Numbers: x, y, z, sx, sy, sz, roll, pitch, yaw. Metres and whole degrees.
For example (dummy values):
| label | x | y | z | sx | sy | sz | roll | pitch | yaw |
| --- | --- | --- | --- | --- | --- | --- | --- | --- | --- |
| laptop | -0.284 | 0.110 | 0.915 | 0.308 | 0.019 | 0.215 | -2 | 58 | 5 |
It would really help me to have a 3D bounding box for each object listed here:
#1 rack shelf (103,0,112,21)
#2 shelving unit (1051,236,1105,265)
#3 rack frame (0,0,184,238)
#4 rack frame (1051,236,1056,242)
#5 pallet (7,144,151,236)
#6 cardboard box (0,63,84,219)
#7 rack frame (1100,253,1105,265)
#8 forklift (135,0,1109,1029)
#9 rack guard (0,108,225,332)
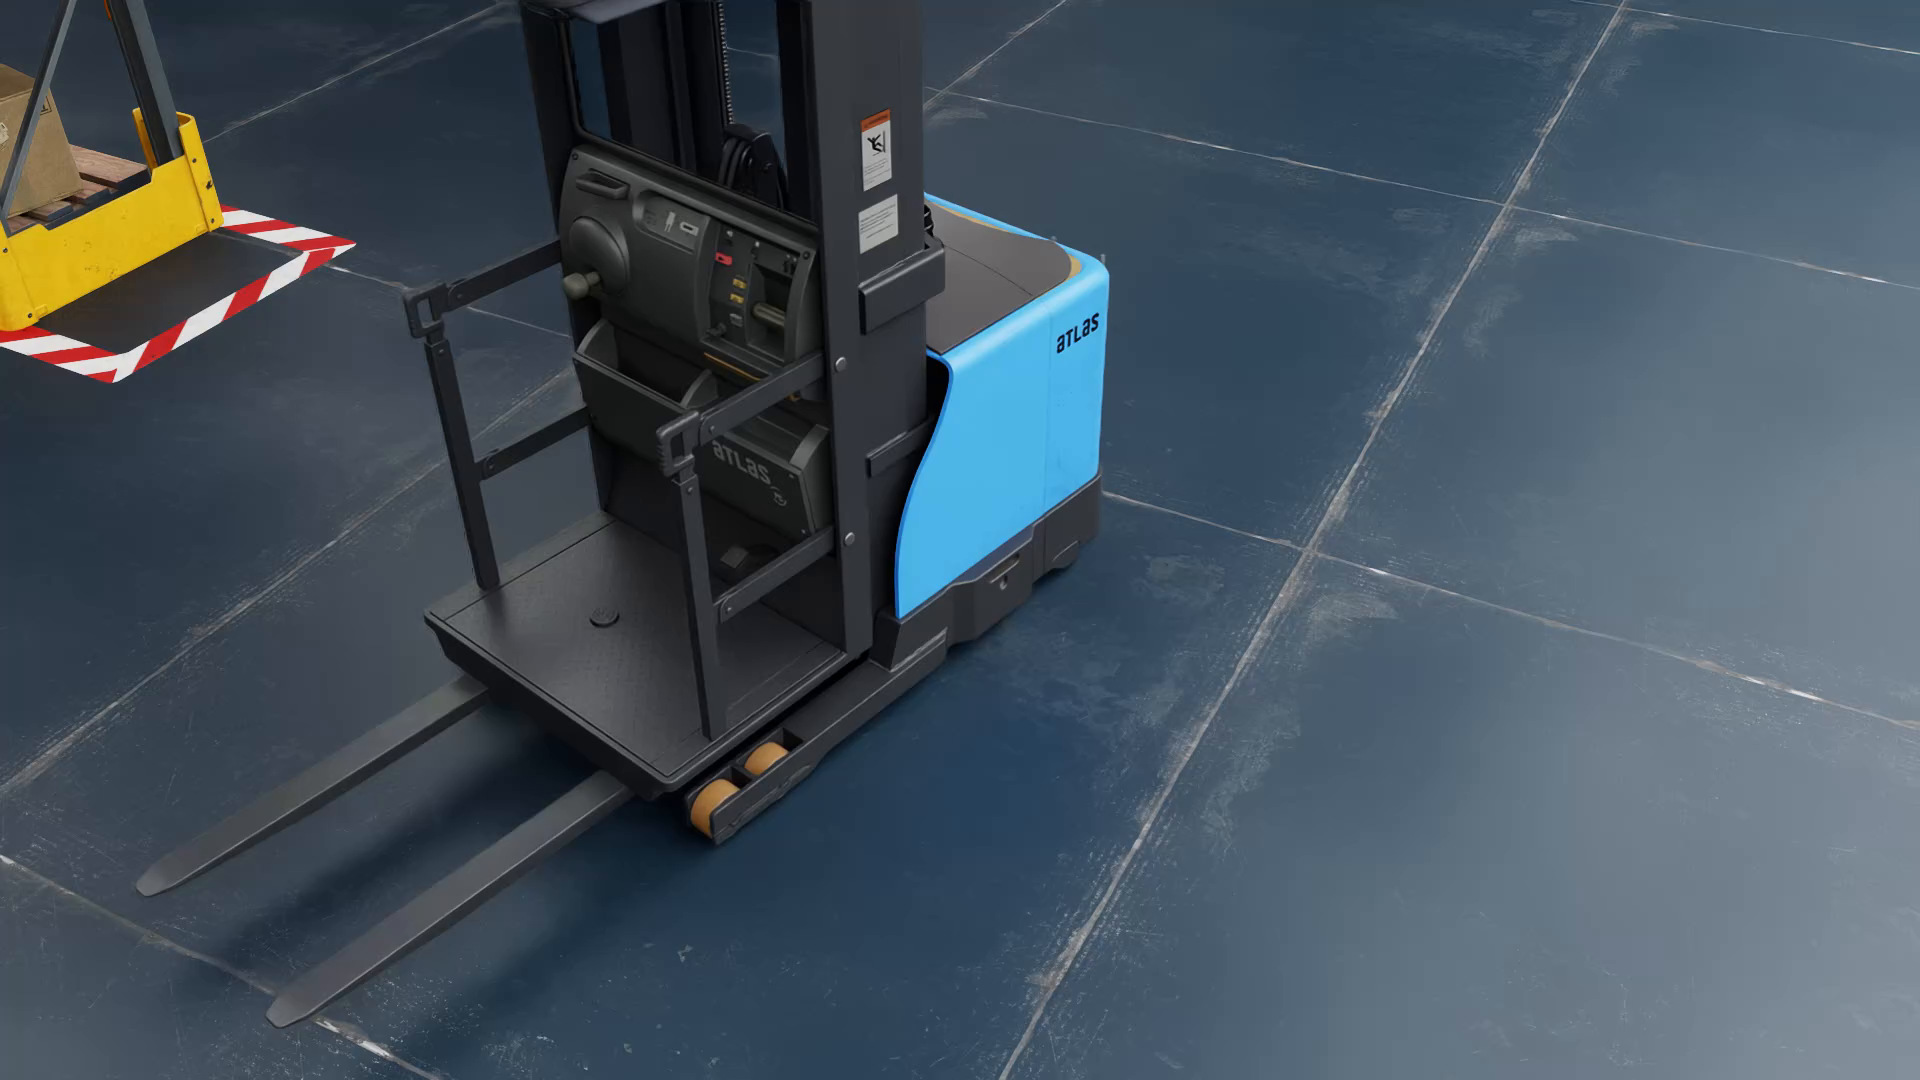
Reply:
| label | x | y | z | sx | sy | sz | roll | pitch | yaw |
| --- | --- | --- | --- | --- | --- | --- | --- | --- | --- |
| rack shelf | -5.505 | -2.655 | 7.361 | 4.000 | 0.370 | 1.077 | 17 | 41 | 21 |
| shelving unit | 0.324 | -0.574 | 5.761 | 0.210 | 0.900 | 0.258 | 26 | 44 | 30 |
| rack frame | -3.729 | -2.385 | 6.411 | 0.127 | 3.000 | 1.000 | 17 | 41 | 21 |
| rack frame | 0.245 | -0.613 | 5.813 | 0.006 | 0.900 | 0.240 | 26 | 44 | 30 |
| pallet | -4.502 | -1.540 | 7.605 | 1.213 | 0.211 | 1.003 | 17 | 41 | 21 |
| cardboard box | -4.276 | -1.739 | 7.281 | 0.500 | 0.500 | 0.500 | 25 | 44 | 29 |
| rack frame | 0.403 | -0.535 | 5.710 | 0.006 | 0.900 | 0.240 | 26 | 44 | 30 |
| forklift | -0.863 | -0.676 | 4.217 | 1.130 | 2.935 | 3.031 | 27 | 45 | 31 |
| rack guard | -3.797 | -1.411 | 7.195 | 0.348 | 0.500 | 1.175 | 17 | 41 | 21 |
